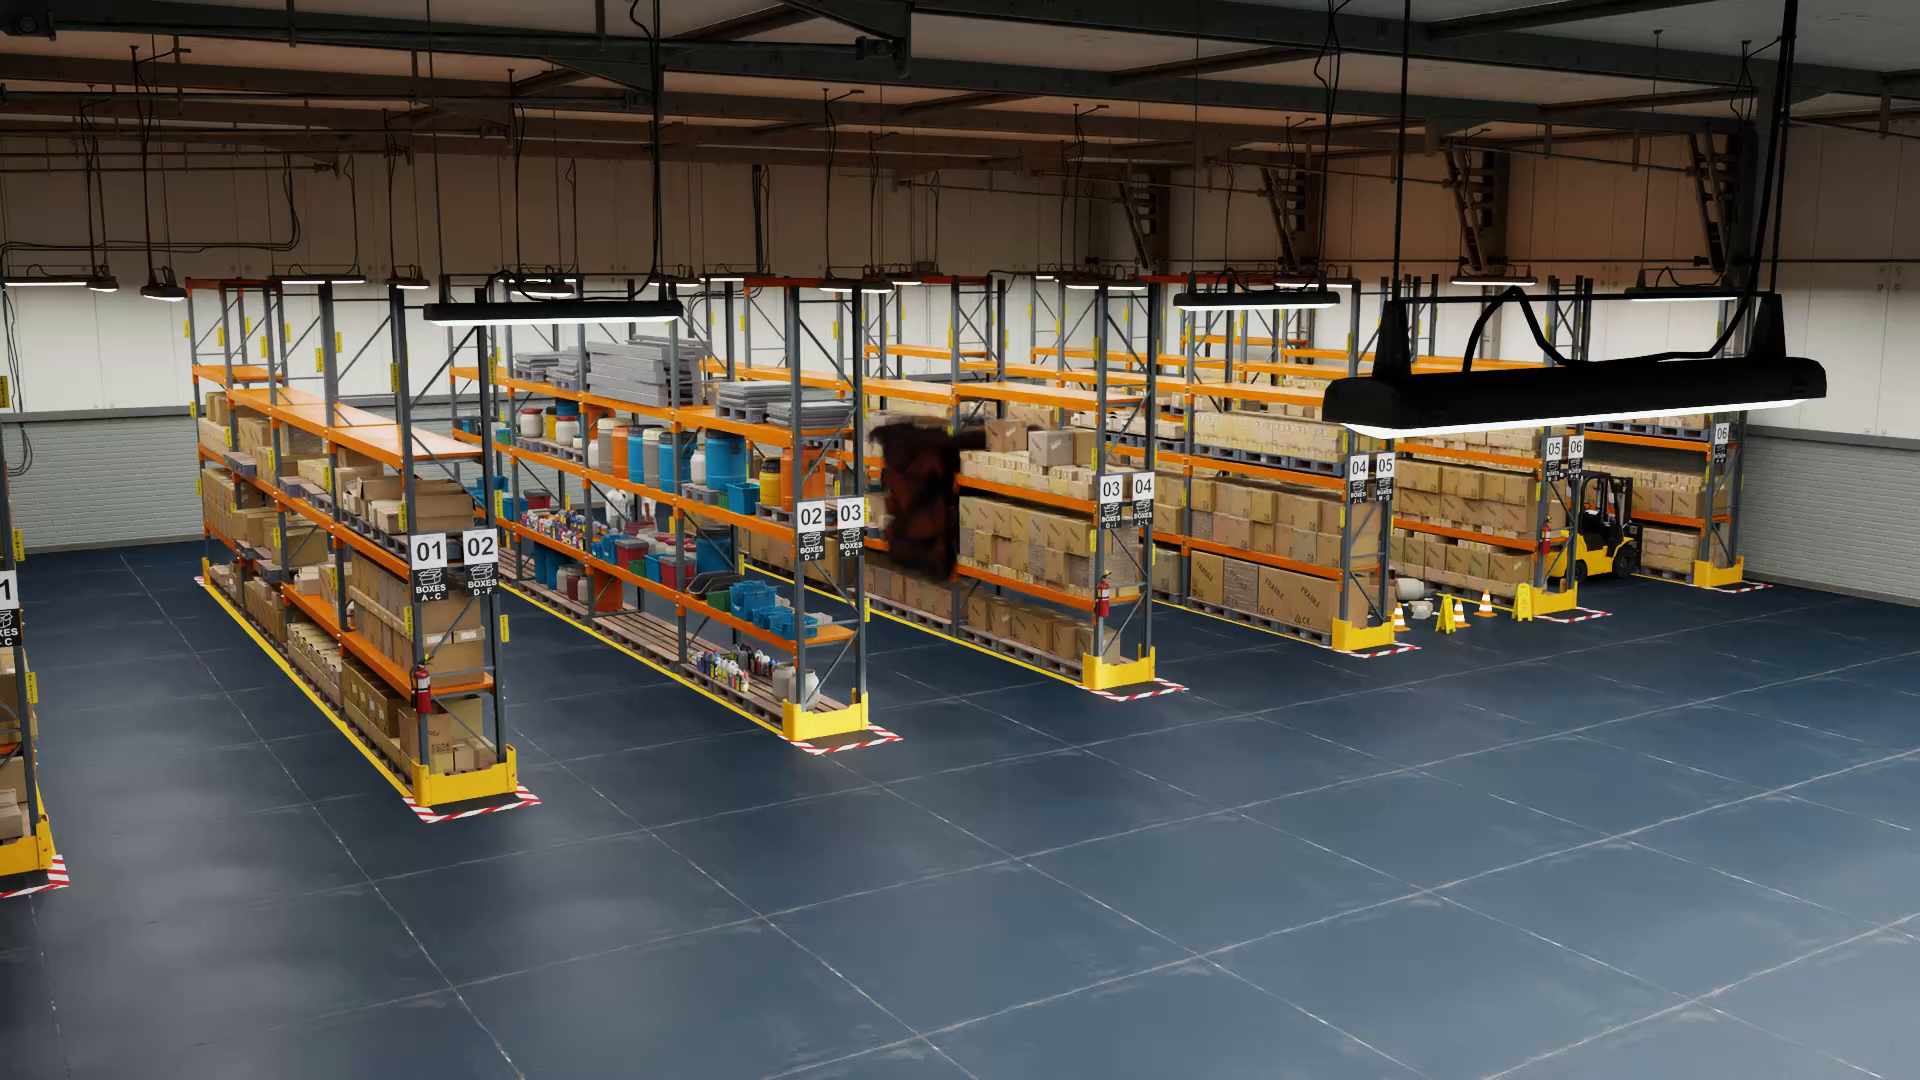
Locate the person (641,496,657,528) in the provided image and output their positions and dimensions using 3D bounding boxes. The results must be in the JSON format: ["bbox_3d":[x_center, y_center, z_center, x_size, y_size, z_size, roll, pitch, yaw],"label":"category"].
[{"bbox_3d":[-6.659,-0.537,35.909,0.548,1.785,0.605,-4,10,-21],"label":"person"}]

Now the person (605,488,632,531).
[{"bbox_3d":[-7.464,-0.547,36.272,0.570,1.652,0.648,-5,11,-27],"label":"person"}]
